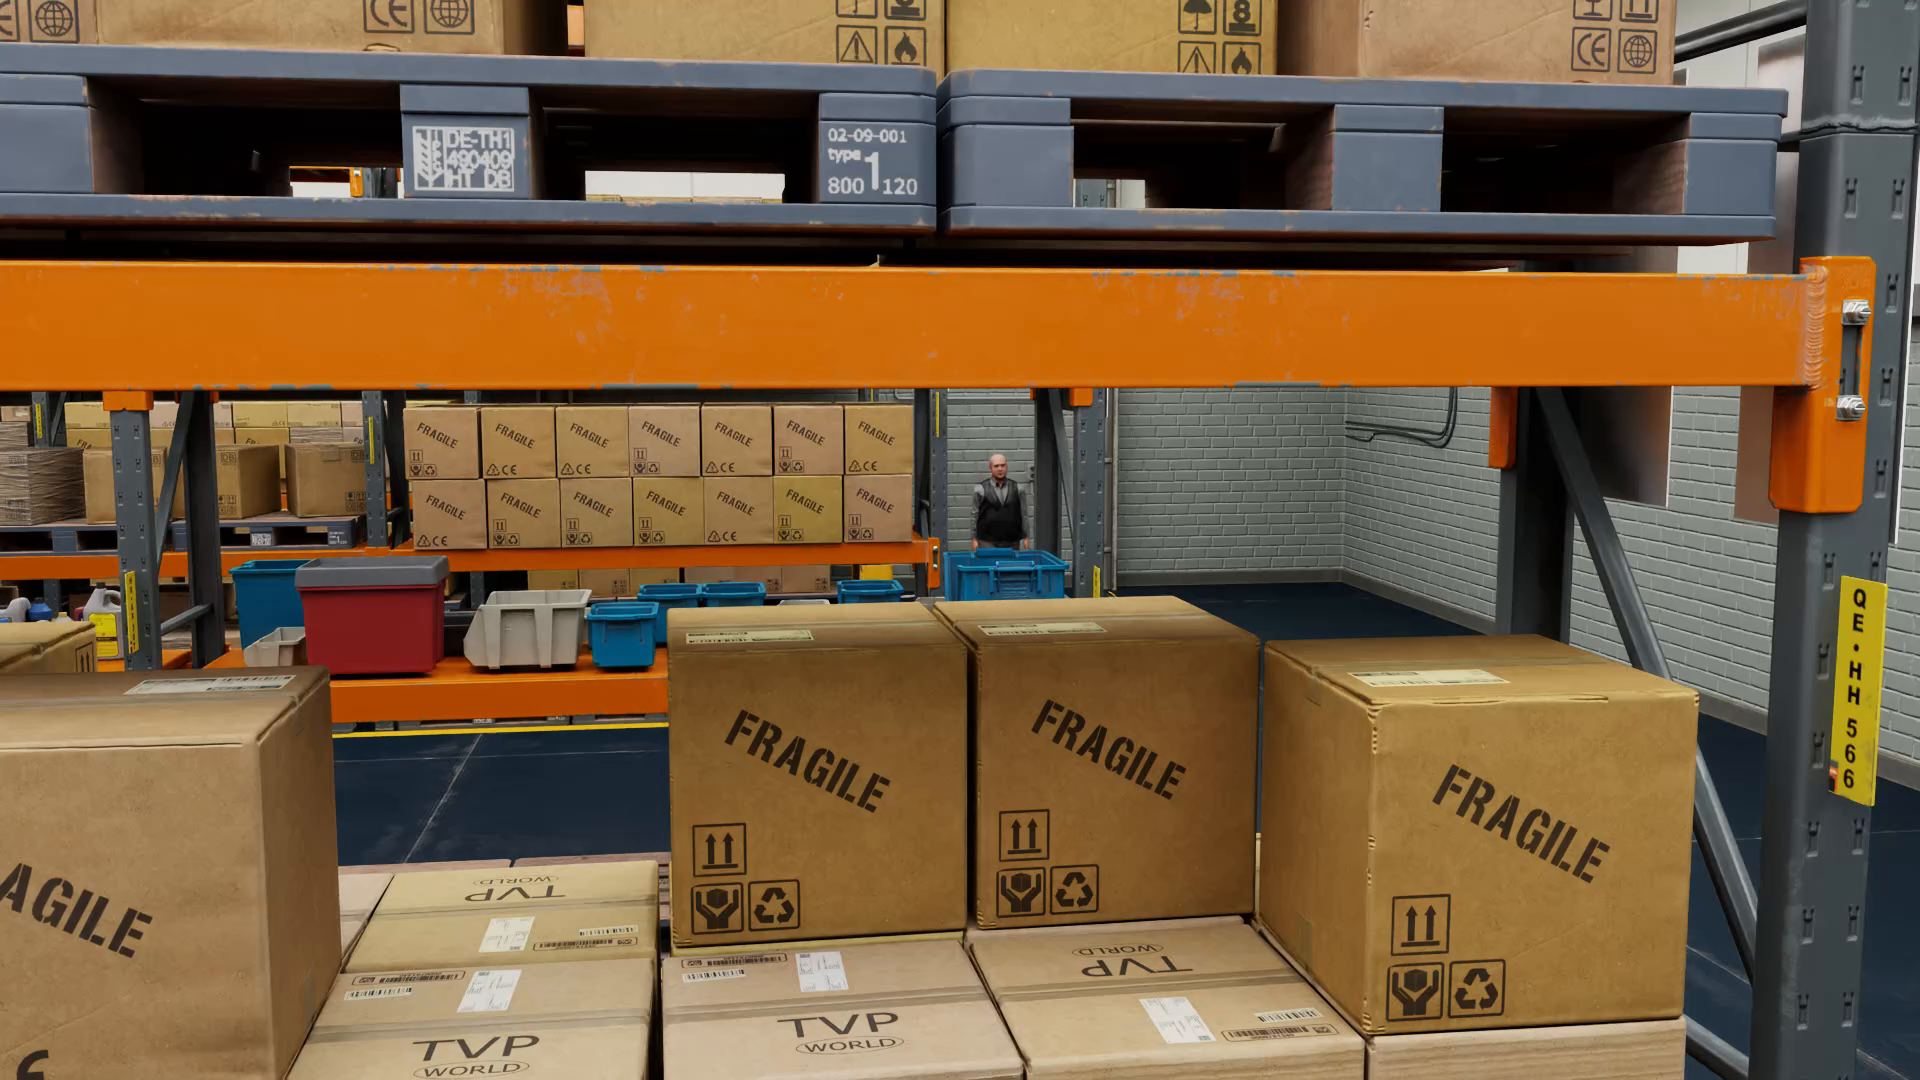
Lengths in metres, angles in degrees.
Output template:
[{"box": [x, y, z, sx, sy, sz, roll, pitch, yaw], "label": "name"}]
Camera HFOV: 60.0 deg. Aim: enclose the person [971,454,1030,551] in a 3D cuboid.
[{"box": [0.422, 0.045, 15.859, 0.553, 1.714, 0.636, -2, 7, -14], "label": "person"}]
